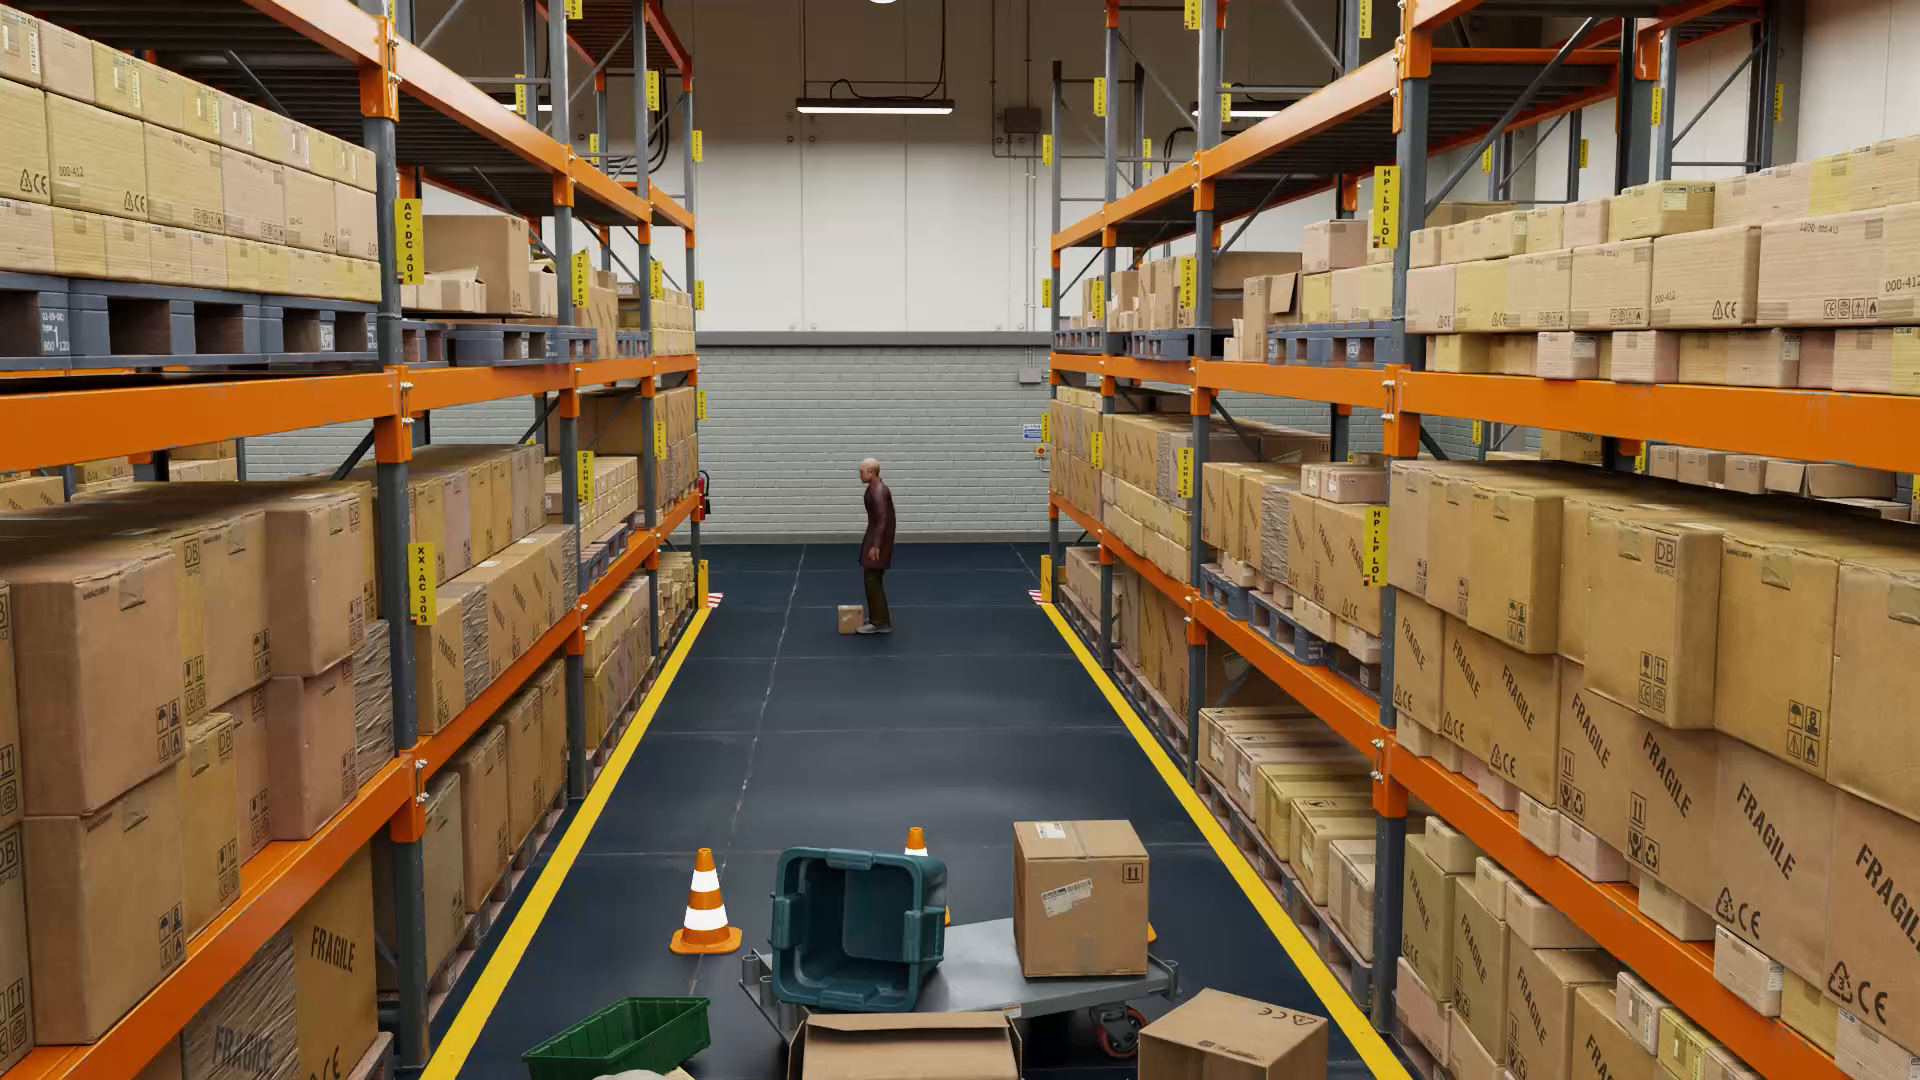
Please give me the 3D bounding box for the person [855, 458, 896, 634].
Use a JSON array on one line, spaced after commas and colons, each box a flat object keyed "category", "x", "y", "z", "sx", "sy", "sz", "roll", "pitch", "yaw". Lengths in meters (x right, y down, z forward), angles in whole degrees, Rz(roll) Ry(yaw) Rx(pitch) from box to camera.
[{"category": "person", "x": -0.866, "y": 0.050, "z": 16.880, "sx": 0.429, "sy": 1.772, "sz": 0.644, "roll": -1, "pitch": 7, "yaw": -7}]
